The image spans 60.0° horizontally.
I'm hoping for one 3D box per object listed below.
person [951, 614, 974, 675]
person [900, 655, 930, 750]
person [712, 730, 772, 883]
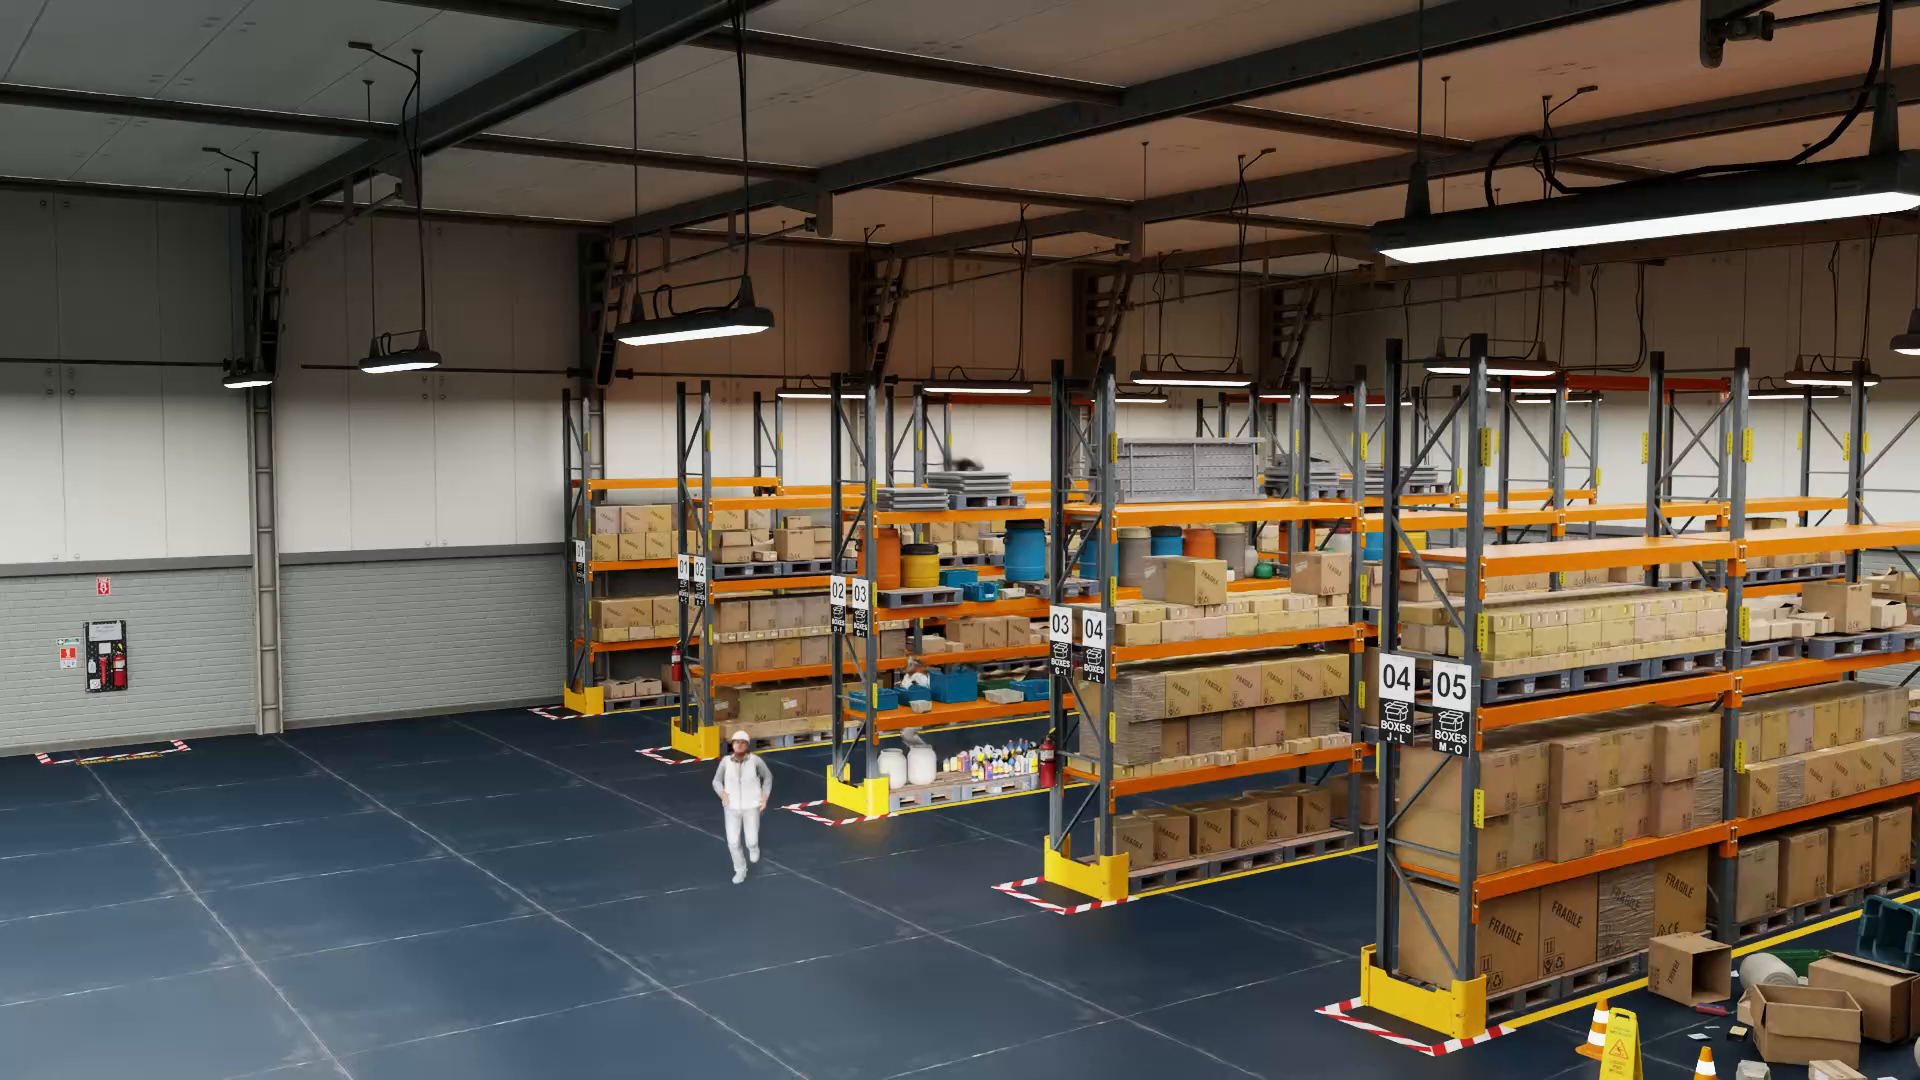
[{"bbox_3d":[0.117,2.253,32.290,0.799,1.753,0.530,-2,4,-33],"label":"person"},{"bbox_3d":[-0.748,2.641,25.601,0.586,1.737,0.638,-3,5,-36],"label":"person"},{"bbox_3d":[-2.525,3.072,19.275,0.691,1.736,0.609,0,4,-3],"label":"person"}]
